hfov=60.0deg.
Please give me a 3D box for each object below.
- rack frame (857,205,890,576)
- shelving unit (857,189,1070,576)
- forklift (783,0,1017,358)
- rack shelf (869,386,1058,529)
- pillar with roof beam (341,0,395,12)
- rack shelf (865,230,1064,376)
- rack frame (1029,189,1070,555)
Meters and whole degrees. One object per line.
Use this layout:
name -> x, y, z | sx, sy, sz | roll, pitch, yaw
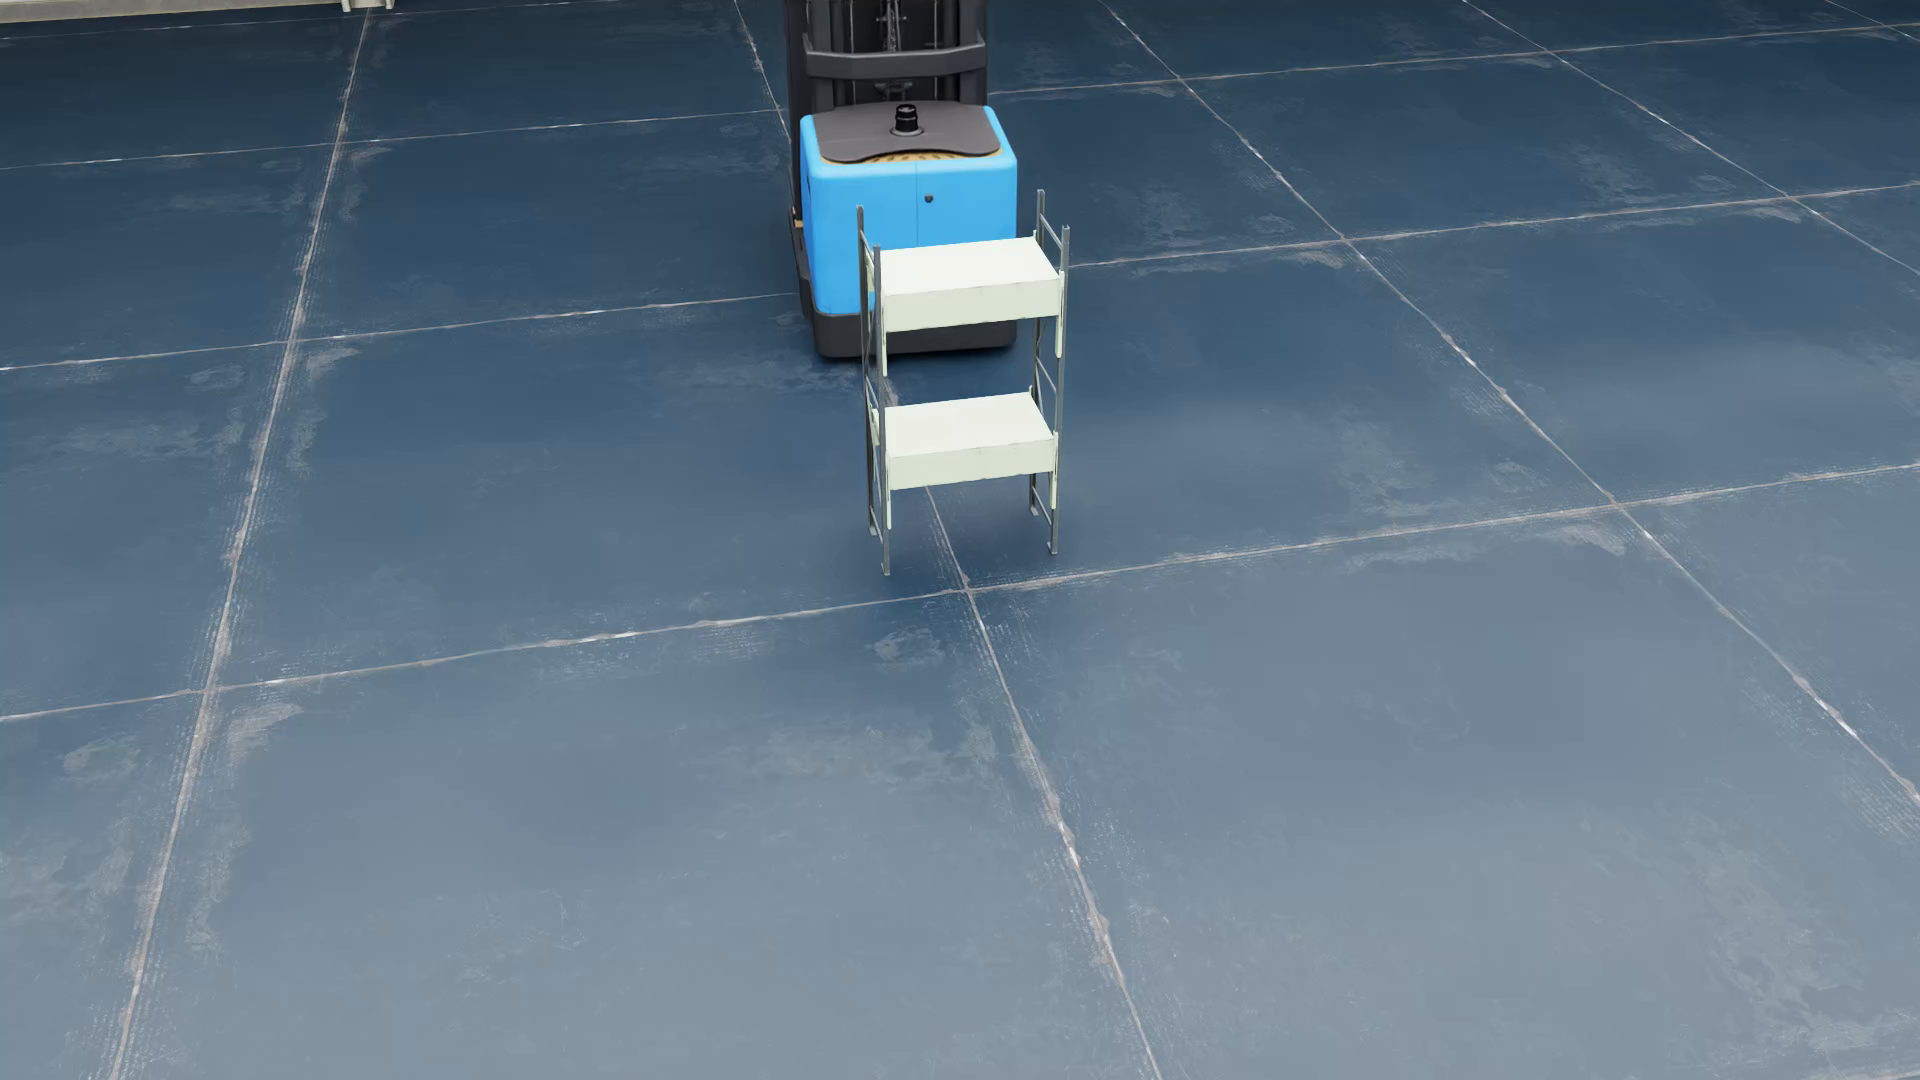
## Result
rack frame -> -0.350, -0.579, 6.766 | 0.023, 1.500, 0.400 | -7, 35, -11
shelving unit -> 0.007, -0.624, 6.833 | 0.755, 1.500, 0.431 | -7, 35, -11
forklift -> -0.430, -2.959, 9.029 | 1.130, 2.935, 3.031 | -5, 34, -7
rack shelf -> 0.007, -0.353, 7.015 | 0.720, 0.370, 0.431 | -7, 35, -11
pillar with roof beam -> -4.000, -5.881, 7.938 | 0.400, 9.000, 9.100 | -7, 35, -11
rack shelf -> 0.007, -0.948, 6.616 | 0.720, 0.370, 0.431 | -7, 35, -11
rack frame -> 0.363, -0.669, 6.900 | 0.023, 1.500, 0.400 | -7, 35, -11
